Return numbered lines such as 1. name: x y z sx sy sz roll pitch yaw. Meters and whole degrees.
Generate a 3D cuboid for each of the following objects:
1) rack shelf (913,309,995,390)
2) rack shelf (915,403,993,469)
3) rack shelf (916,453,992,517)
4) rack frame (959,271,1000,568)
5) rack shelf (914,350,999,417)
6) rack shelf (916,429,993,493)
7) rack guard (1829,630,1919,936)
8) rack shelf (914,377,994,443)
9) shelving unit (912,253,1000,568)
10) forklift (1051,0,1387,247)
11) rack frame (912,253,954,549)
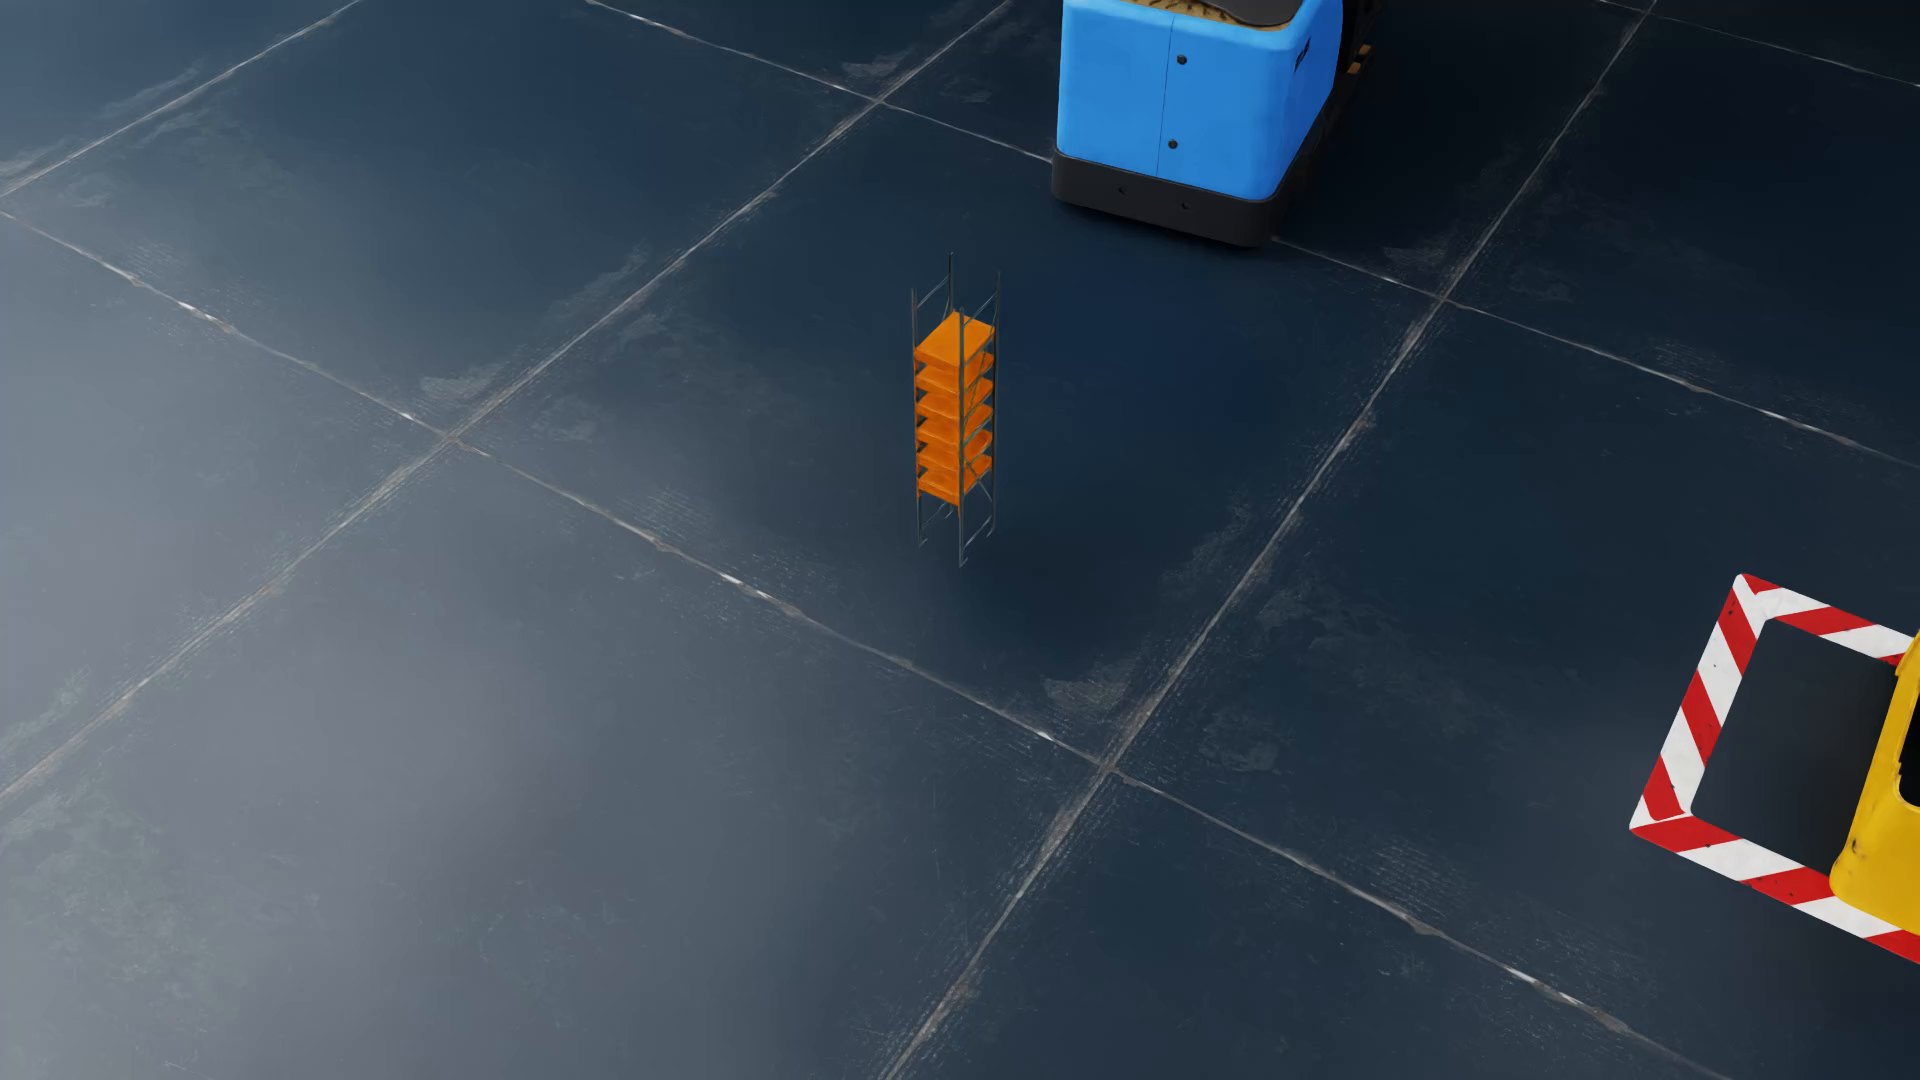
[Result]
1. rack shelf: -0.012 -0.644 5.599 0.180 0.103 0.258 25 51 22
2. rack shelf: -0.012 -0.393 5.857 0.180 0.103 0.258 25 51 22
3. rack shelf: -0.012 -0.226 6.029 0.180 0.103 0.258 25 51 22
4. rack frame: 0.065 -0.388 5.791 0.006 1.200 0.240 25 51 22
5. rack shelf: -0.012 -0.560 5.685 0.180 0.103 0.258 25 51 22
6. rack shelf: -0.012 -0.309 5.943 0.180 0.103 0.258 25 51 22
7. rack guard: 3.154 0.641 5.279 0.348 0.500 1.175 25 51 22
8. rack shelf: -0.012 -0.476 5.771 0.180 0.103 0.258 25 51 22
9. shelving unit: -0.012 -0.424 5.825 0.189 1.200 0.258 25 51 22
10. forklift: 1.489 -3.396 7.506 1.130 2.935 3.031 18 48 17
11. rack frame: -0.089 -0.459 5.860 0.006 1.200 0.240 25 51 22
